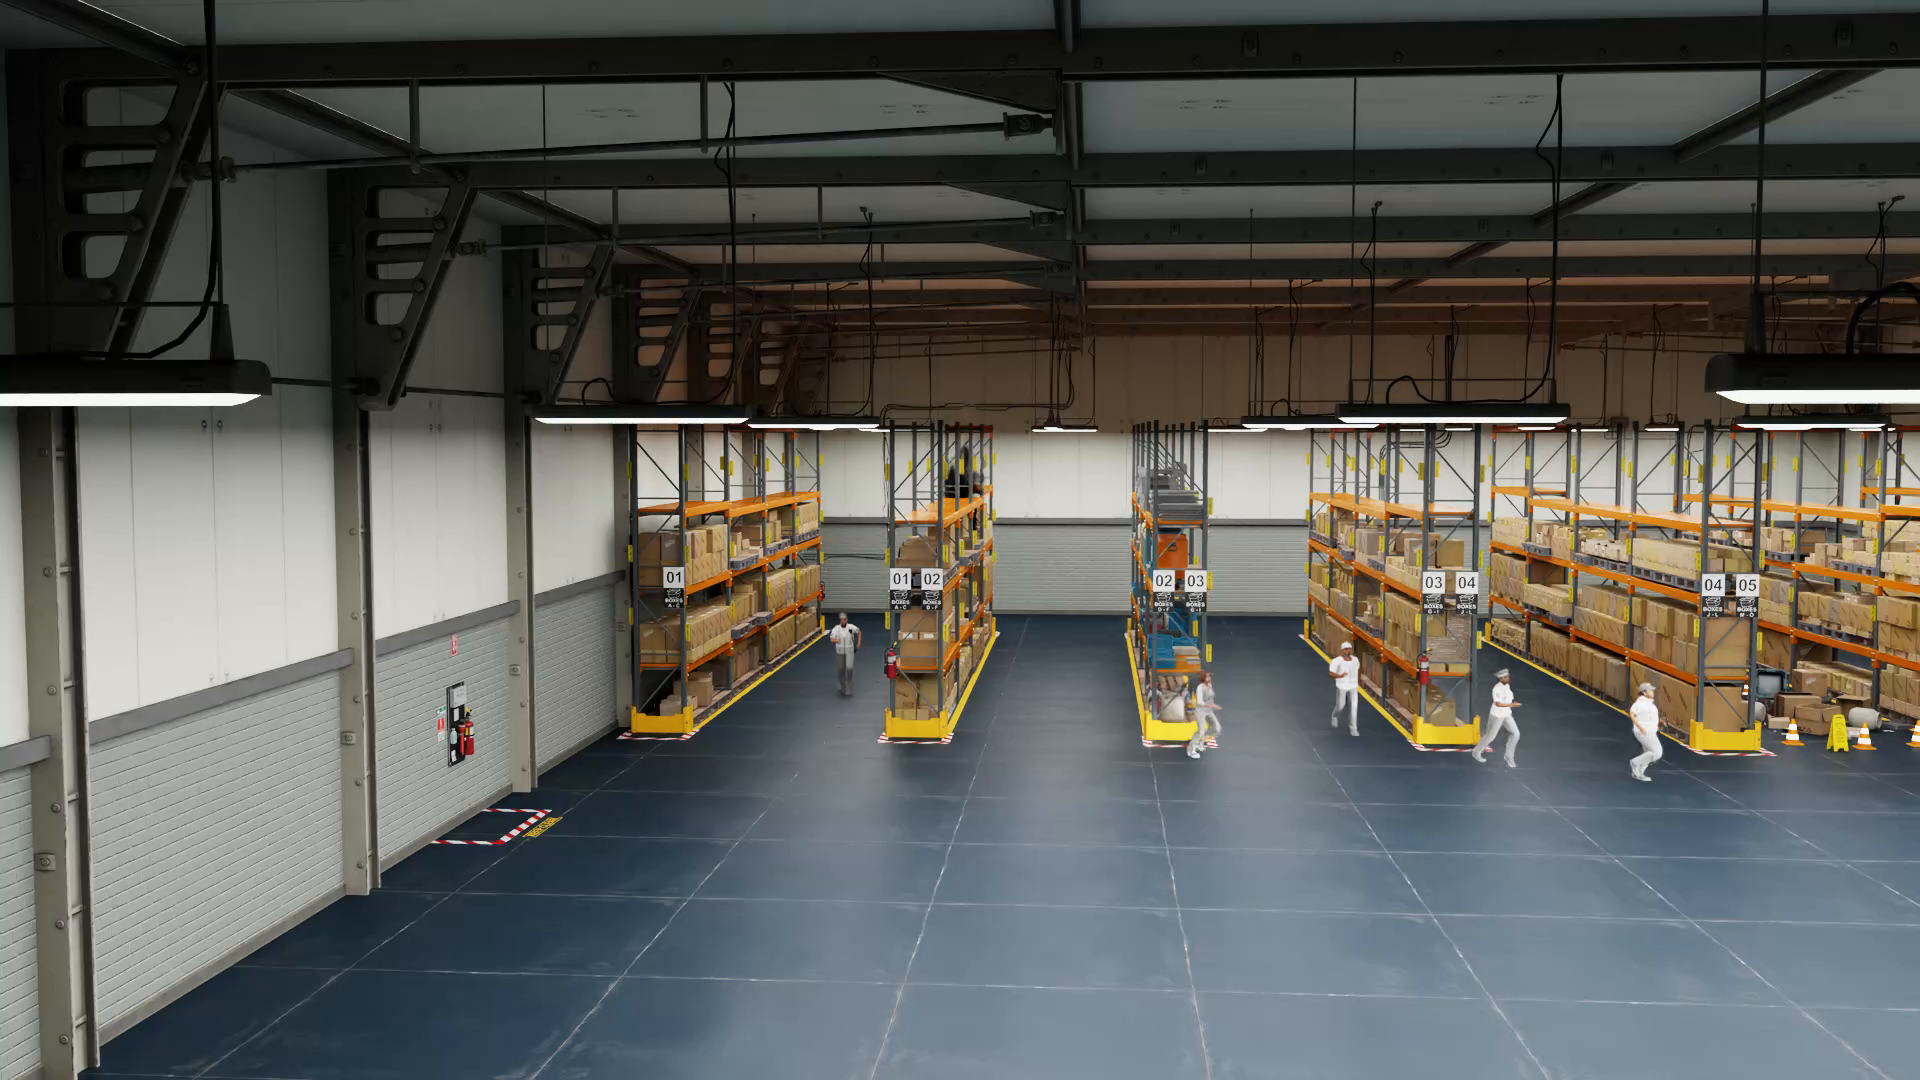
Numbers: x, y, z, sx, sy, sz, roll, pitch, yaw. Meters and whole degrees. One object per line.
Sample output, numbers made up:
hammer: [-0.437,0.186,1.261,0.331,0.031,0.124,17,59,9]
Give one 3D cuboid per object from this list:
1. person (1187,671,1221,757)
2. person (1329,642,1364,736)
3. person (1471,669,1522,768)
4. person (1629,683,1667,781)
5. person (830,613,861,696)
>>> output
person: [4.351,3.079,29.415,0.696,1.556,0.571,3,5,42]
person: [7.381,2.817,31.763,0.712,1.744,0.961,0,4,-7]
person: [9.316,3.065,28.720,0.584,1.740,0.882,-3,5,-41]
person: [11.372,3.172,27.452,0.535,1.625,0.599,2,4,33]
person: [-2.539,2.512,36.873,0.672,1.842,0.925,0,4,1]
